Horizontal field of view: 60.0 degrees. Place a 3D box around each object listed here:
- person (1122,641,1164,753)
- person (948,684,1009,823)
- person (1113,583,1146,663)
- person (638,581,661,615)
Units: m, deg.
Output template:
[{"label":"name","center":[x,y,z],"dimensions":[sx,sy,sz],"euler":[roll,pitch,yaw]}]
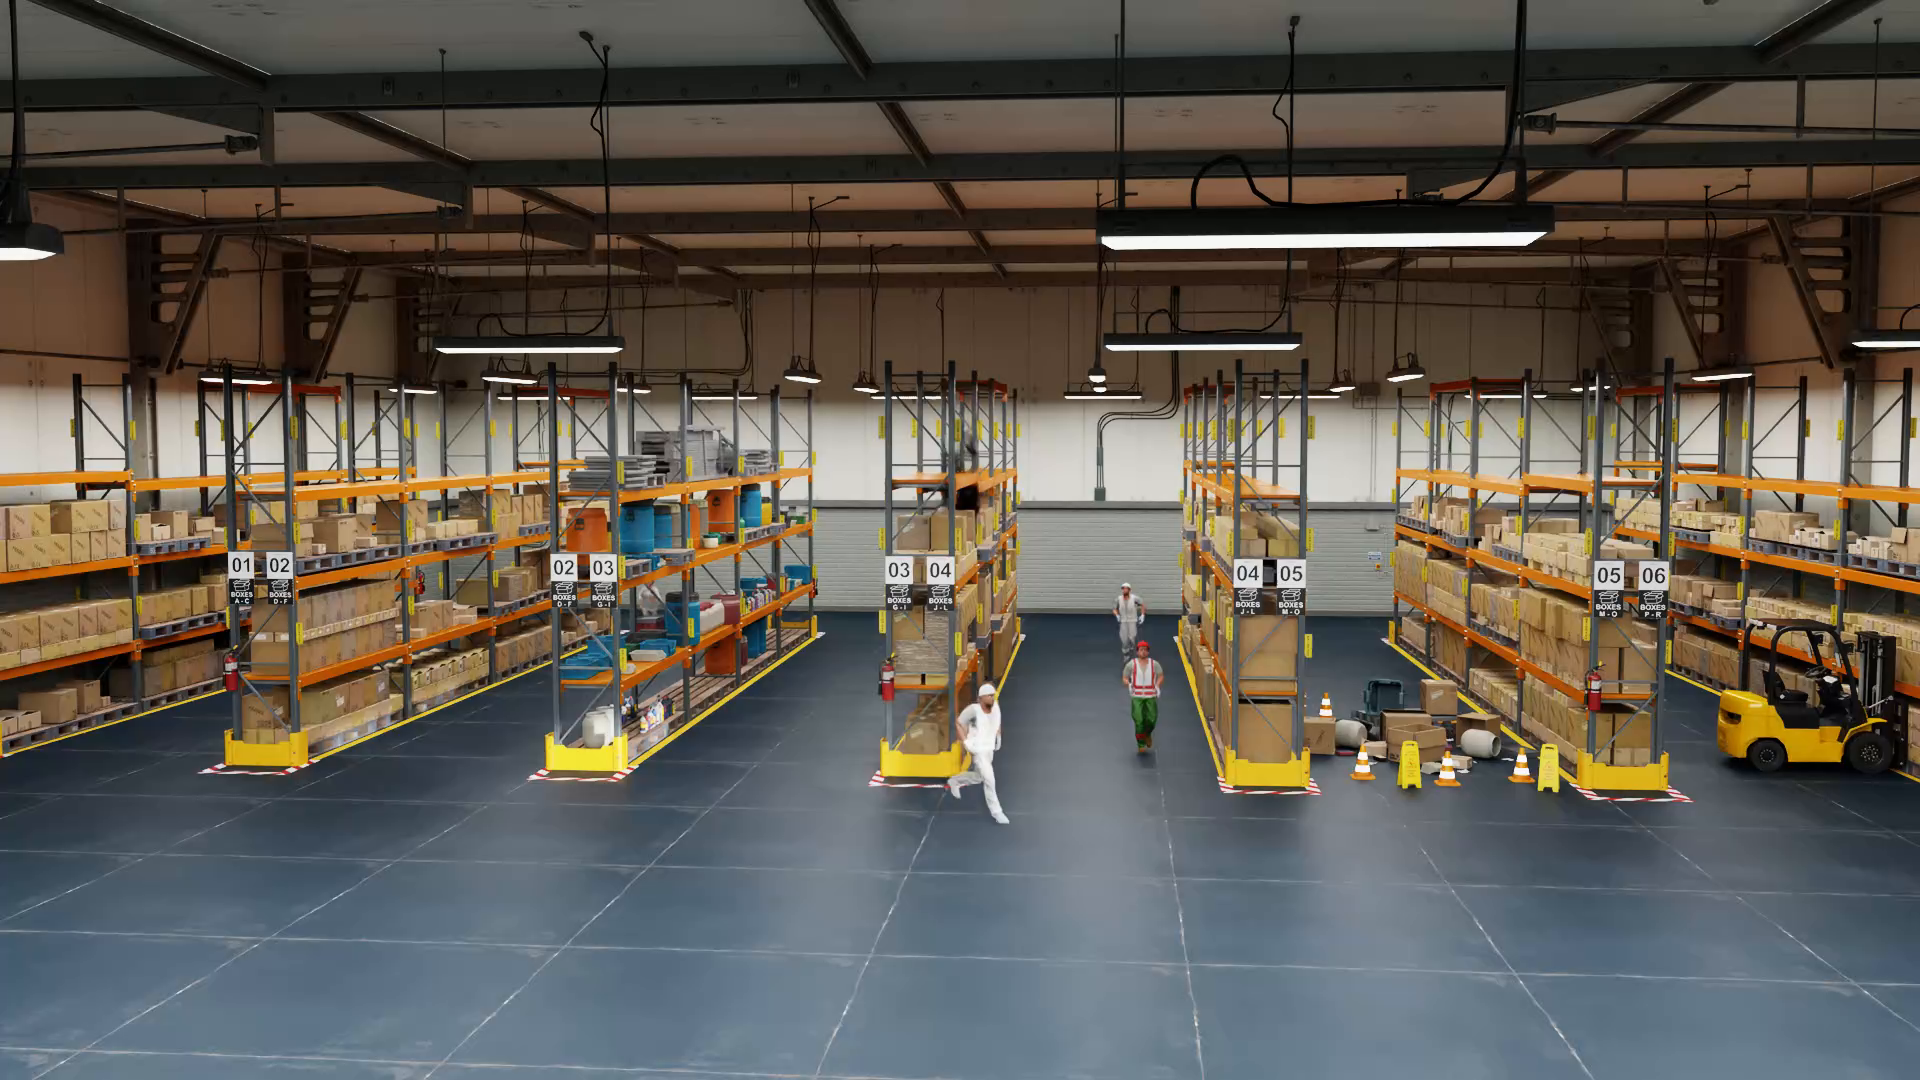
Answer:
[{"label":"person","center":[2.842,2.435,25.740],"dimensions":[0.649,1.740,0.603],"euler":[0,4,1]},{"label":"person","center":[0.223,2.724,21.546],"dimensions":[1.074,1.771,0.679],"euler":[3,5,43]},{"label":"person","center":[3.608,1.789,35.690],"dimensions":[0.689,1.740,0.652],"euler":[1,4,15]},{"label":"person","center":[-7.215,1.649,38.630],"dimensions":[0.536,1.607,0.781],"euler":[0,4,-4]}]
